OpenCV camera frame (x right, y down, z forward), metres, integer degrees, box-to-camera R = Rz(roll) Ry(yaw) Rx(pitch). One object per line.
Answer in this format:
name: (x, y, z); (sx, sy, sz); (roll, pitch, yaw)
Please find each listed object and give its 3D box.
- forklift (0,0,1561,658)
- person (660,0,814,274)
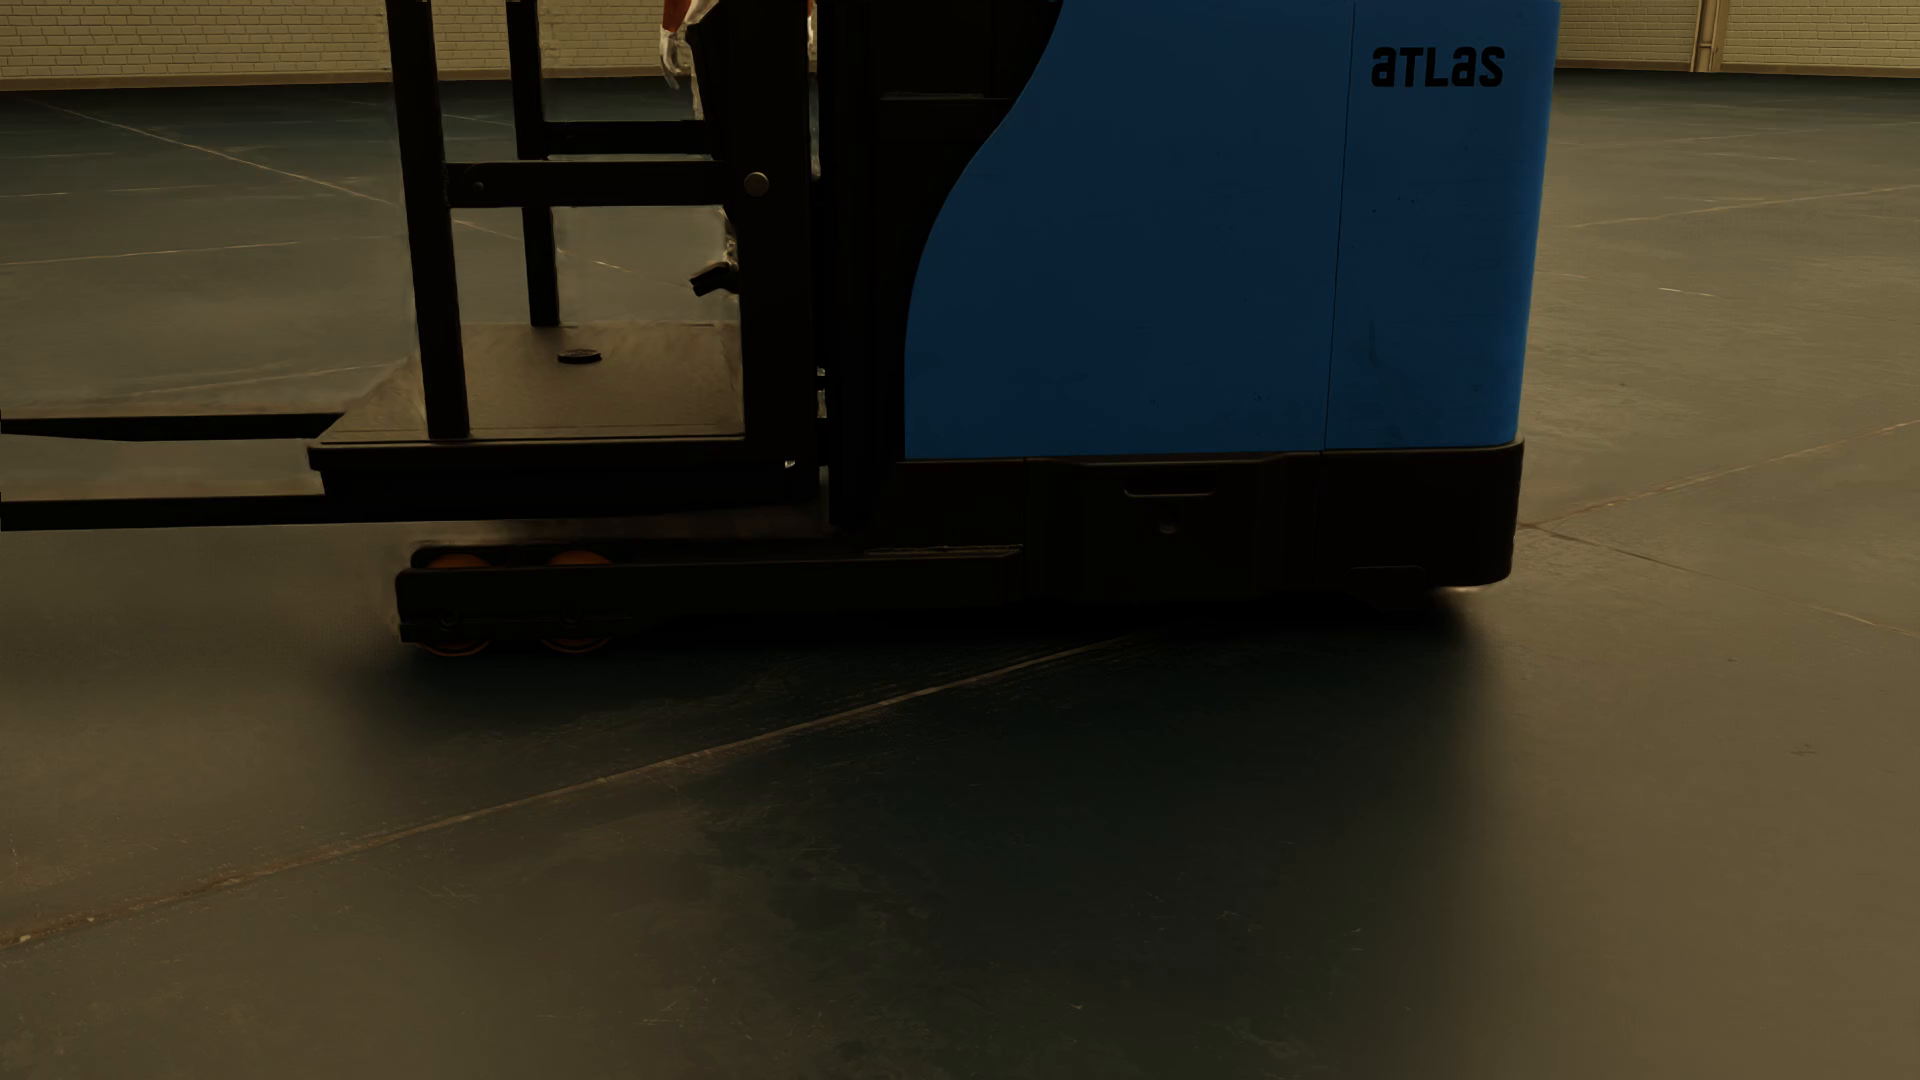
forklift: (-0.584, -1.373, 2.783); (3.031, 2.935, 1.130); (-1, 18, -5)
person: (-0.846, -1.859, 6.177); (0.637, 1.787, 0.565); (-12, 21, -34)
